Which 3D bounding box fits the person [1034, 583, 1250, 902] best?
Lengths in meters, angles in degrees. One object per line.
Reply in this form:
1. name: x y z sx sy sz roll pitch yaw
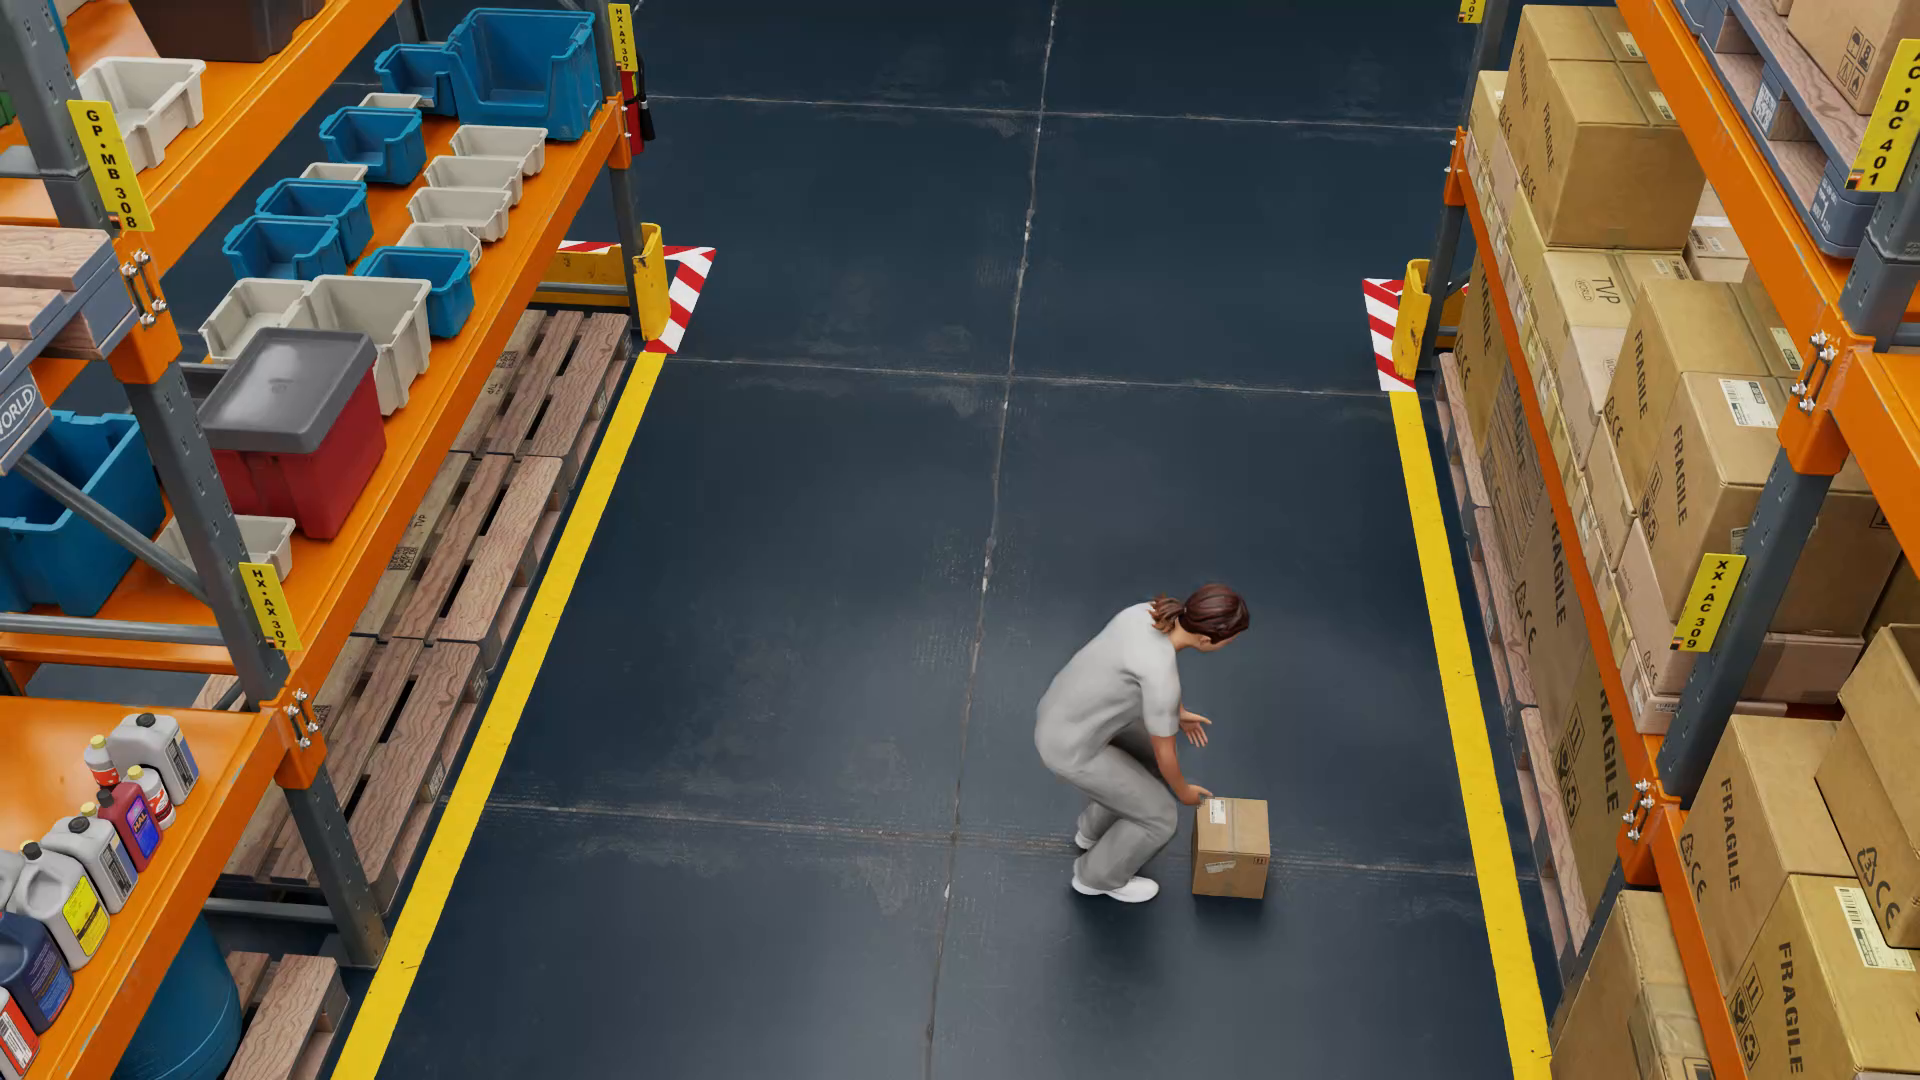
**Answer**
1. person: 0.588 0.655 5.652 0.667 1.333 0.491 3 40 4
